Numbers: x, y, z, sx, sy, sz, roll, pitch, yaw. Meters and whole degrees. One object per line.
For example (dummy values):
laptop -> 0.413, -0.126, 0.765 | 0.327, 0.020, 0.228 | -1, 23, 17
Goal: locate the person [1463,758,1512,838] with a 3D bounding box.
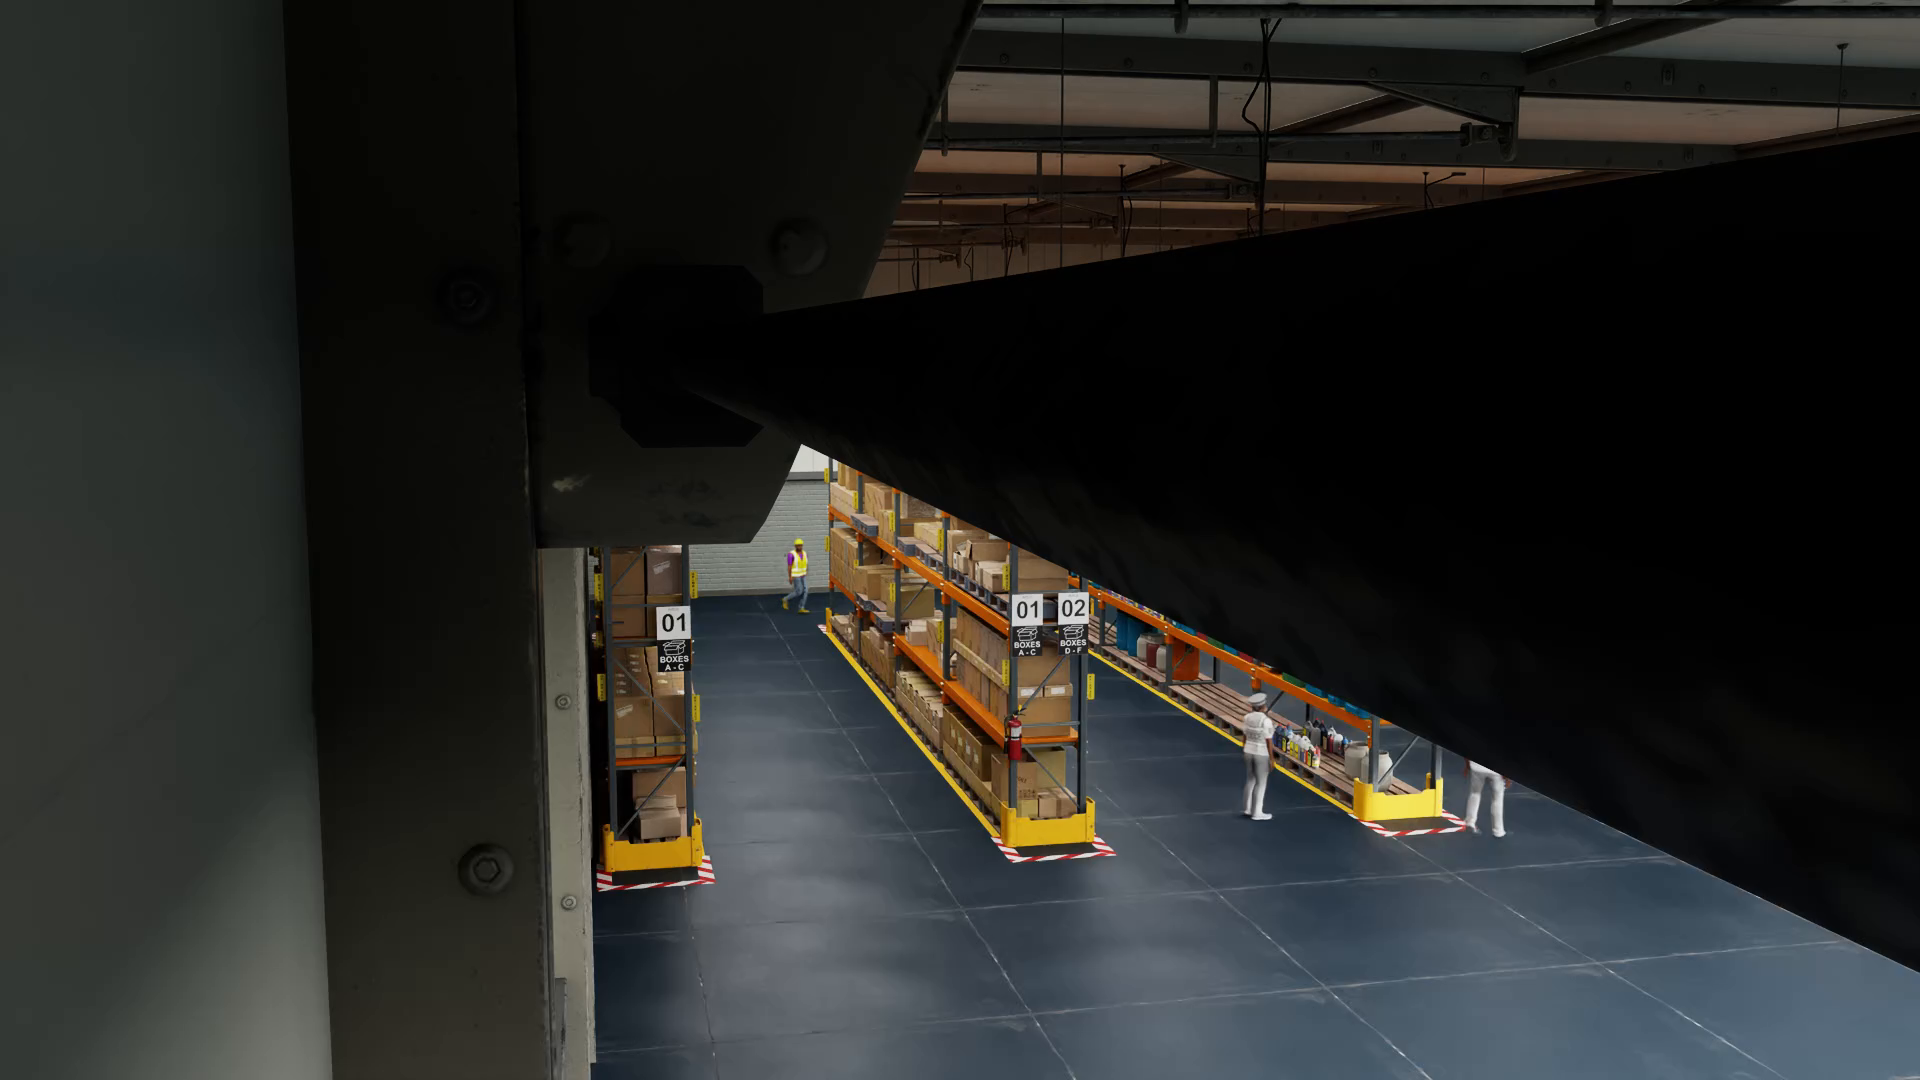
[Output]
person -> 6.766, 2.944, 21.301 | 0.630, 1.776, 0.600 | 3, 8, 26

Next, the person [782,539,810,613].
person -> -3.803, 0.837, 38.872 | 0.647, 1.743, 0.585 | 4, 8, 28

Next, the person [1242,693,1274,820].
person -> 3.992, 2.899, 22.141 | 0.398, 1.729, 0.508 | -5, 9, -39
